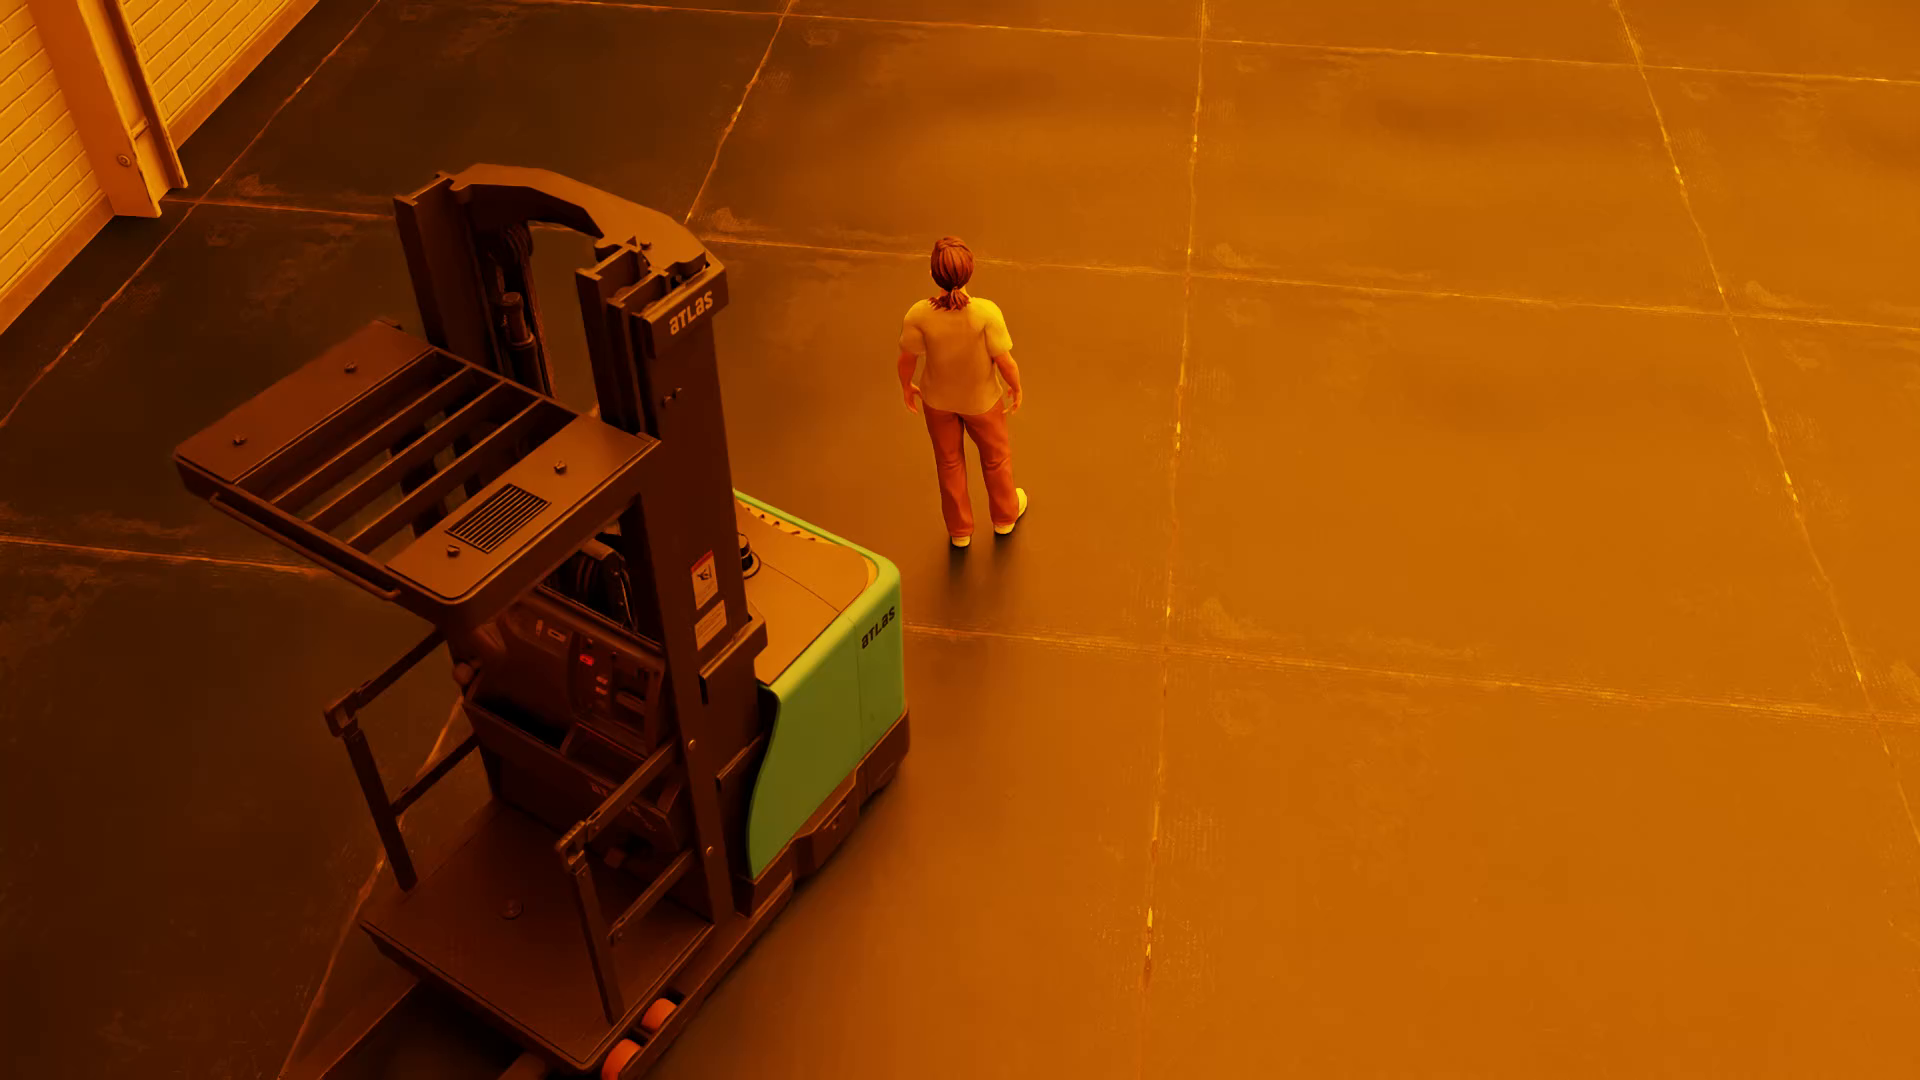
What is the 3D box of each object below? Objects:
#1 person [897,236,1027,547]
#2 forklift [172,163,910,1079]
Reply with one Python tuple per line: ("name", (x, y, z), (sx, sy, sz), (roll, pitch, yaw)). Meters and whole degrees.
("person", (0.021, -0.671, 7.372), (0.554, 1.673, 0.548), (5, 43, 6))
("forklift", (-1.430, 0.462, 5.221), (1.130, 2.935, 3.031), (24, 48, 24))
